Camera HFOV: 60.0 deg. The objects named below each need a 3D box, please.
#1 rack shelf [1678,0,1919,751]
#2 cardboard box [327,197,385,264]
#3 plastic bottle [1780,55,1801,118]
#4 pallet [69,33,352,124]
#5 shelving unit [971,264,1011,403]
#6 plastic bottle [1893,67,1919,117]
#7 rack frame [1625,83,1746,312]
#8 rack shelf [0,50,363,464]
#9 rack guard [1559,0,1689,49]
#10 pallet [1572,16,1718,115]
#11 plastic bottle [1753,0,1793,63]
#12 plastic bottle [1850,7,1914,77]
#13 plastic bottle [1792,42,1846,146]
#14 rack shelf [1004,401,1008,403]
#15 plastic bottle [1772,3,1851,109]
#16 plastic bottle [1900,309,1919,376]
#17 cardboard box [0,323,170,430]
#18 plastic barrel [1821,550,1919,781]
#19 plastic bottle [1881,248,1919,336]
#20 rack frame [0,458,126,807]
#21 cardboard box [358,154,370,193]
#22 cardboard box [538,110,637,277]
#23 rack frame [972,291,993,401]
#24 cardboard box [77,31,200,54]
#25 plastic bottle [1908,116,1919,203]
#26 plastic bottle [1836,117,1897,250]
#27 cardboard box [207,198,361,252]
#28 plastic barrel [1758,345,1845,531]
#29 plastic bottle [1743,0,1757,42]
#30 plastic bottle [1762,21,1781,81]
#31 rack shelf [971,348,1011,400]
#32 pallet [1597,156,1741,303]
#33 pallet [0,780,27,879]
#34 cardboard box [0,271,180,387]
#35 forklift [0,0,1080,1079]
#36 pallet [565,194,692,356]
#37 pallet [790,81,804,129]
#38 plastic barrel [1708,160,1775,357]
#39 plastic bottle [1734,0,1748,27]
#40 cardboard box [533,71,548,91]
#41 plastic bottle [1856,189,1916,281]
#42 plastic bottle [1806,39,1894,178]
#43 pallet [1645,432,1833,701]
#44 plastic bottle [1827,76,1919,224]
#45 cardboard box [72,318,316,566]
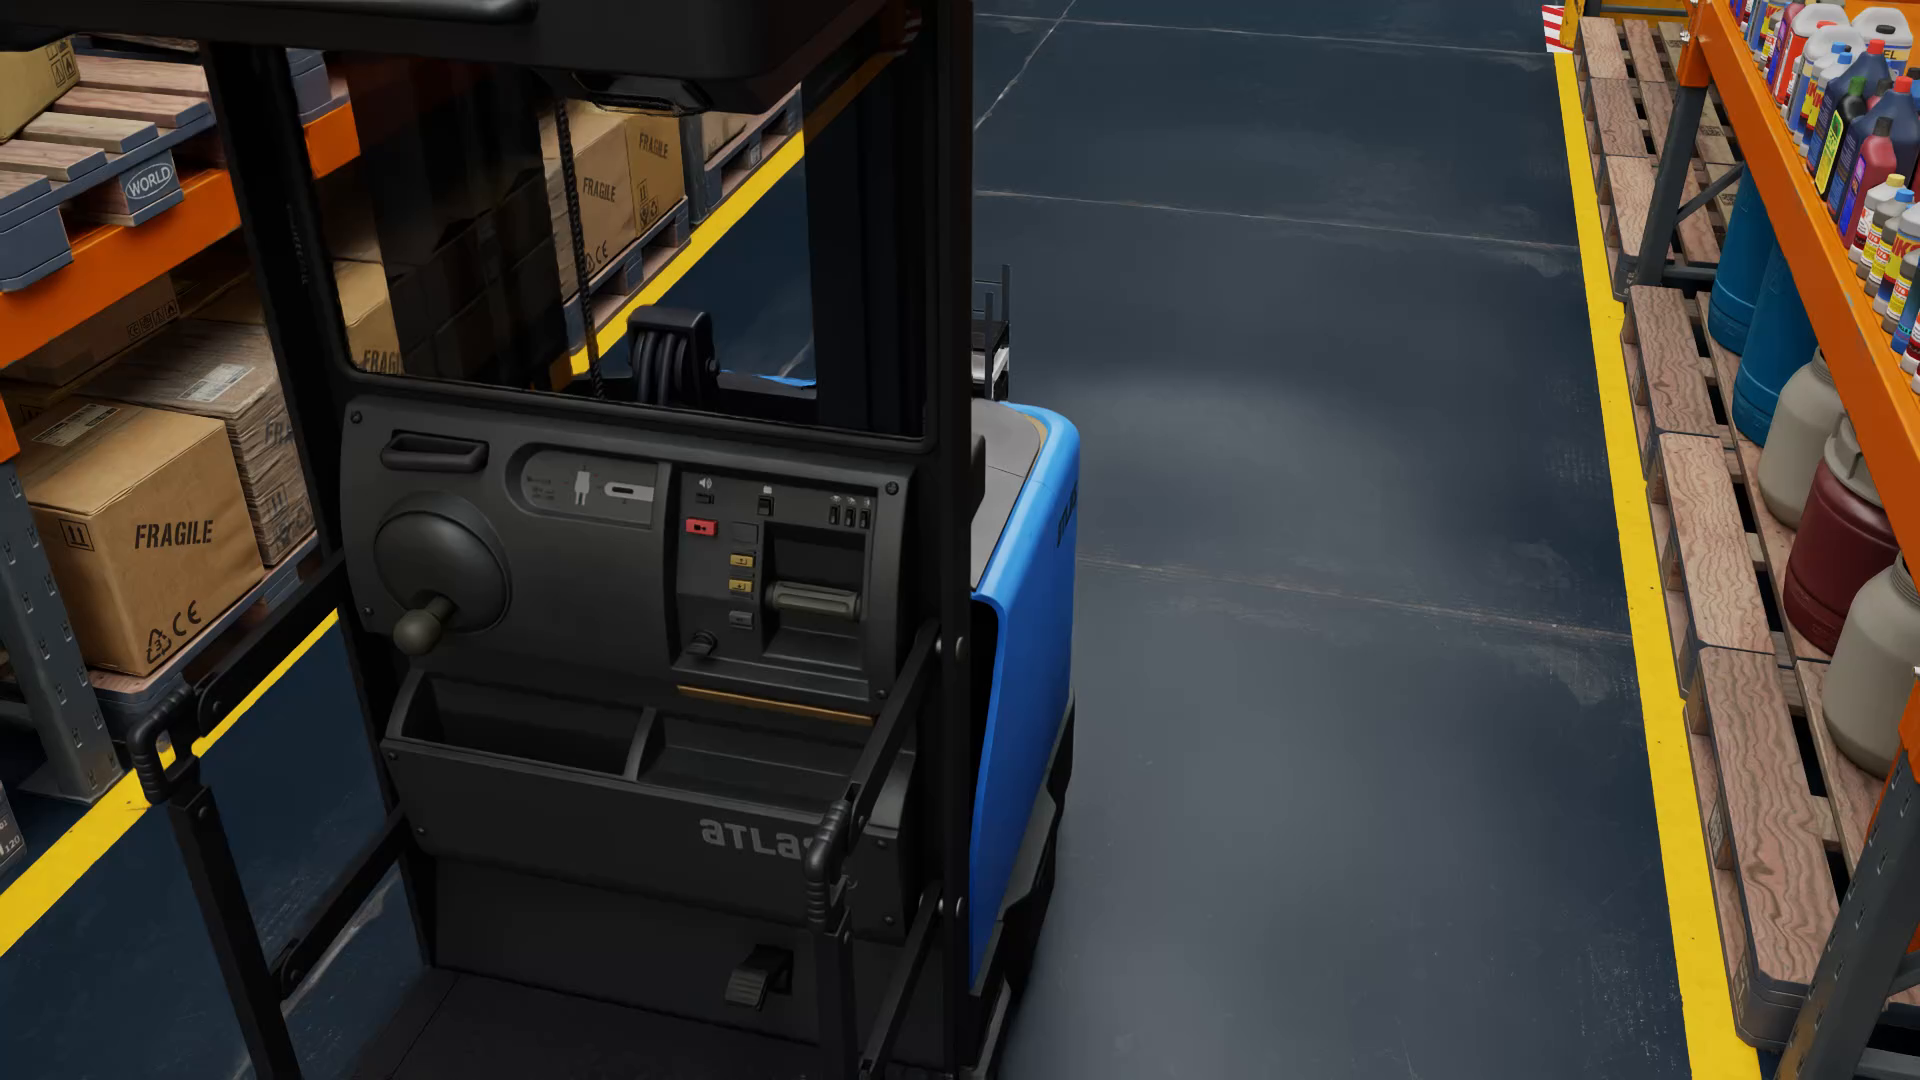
[{"bbox_3d":[2.644,-0.751,4.306,1.077,0.370,4.000,8,33,12],"label":"rack shelf"},{"bbox_3d":[-1.875,-0.825,5.672,0.500,0.500,0.500,7,33,11],"label":"cardboard box"},{"bbox_3d":[2.375,-1.284,4.658,0.097,0.201,0.097,0,32,0],"label":"plastic bottle"},{"bbox_3d":[-2.165,-1.622,5.185,1.003,0.211,1.213,8,33,12],"label":"pallet"},{"bbox_3d":[0.002,-0.384,5.015,0.258,0.900,0.210,8,33,12],"label":"shelving unit"},{"bbox_3d":[2.406,-1.072,4.261,0.097,0.271,0.097,0,32,0],"label":"plastic bottle"},{"bbox_3d":[3.152,-2.093,5.746,1.000,3.000,0.127,8,33,12],"label":"rack frame"},{"bbox_3d":[-2.146,-1.428,5.370,1.077,0.370,4.000,8,33,12],"label":"rack shelf"},{"bbox_3d":[4.160,-3.128,9.704,1.175,0.500,0.348,8,33,12],"label":"rack guard"},{"bbox_3d":[3.920,-2.569,9.094,1.003,0.211,1.213,8,33,12],"label":"pallet"},{"bbox_3d":[2.517,-1.604,5.097,0.097,0.271,0.097,0,32,0],"label":"plastic bottle"},{"bbox_3d":[2.578,-1.351,4.695,0.152,0.276,0.135,8,33,12],"label":"plastic bottle"},{"bbox_3d":[2.316,-1.193,4.450,0.097,0.271,0.097,0,32,0],"label":"plastic bottle"},{"bbox_3d":[0.002,-0.356,5.033,0.258,0.077,0.200,8,33,12],"label":"rack shelf"},{"bbox_3d":[2.431,-1.372,4.727,0.152,0.276,0.135,8,33,12],"label":"plastic bottle"},{"bbox_3d":[1.957,-0.429,3.314,0.097,0.201,0.097,0,32,0],"label":"plastic bottle"},{"bbox_3d":[-2.643,-0.341,4.911,0.500,0.500,0.500,9,34,14],"label":"cardboard box"},{"bbox_3d":[2.301,0.294,3.919,0.421,0.512,0.421,0,32,0],"label":"plastic barrel"},{"bbox_3d":[2.006,-0.530,3.473,0.097,0.201,0.097,0,32,0],"label":"plastic bottle"},{"bbox_3d":[-2.654,-0.693,3.545,1.000,3.000,0.127,8,33,12],"label":"rack frame"},{"bbox_3d":[-2.251,-1.480,6.002,0.500,0.250,0.500,8,33,12],"label":"cardboard box"},{"bbox_3d":[-1.620,-1.349,6.496,0.500,0.500,0.500,8,33,13],"label":"cardboard box"},{"bbox_3d":[-0.024,-0.331,4.932,0.240,0.900,0.006,8,33,12],"label":"rack frame"},{"bbox_3d":[-2.186,-1.704,4.649,0.700,0.500,0.500,14,35,21],"label":"cardboard box"},{"bbox_3d":[2.303,-0.905,3.987,0.061,0.283,0.133,8,33,12],"label":"plastic bottle"},{"bbox_3d":[2.117,-0.829,3.867,0.061,0.283,0.133,8,33,12],"label":"plastic bottle"},{"bbox_3d":[-2.384,-0.883,5.763,0.500,0.500,0.500,7,33,11],"label":"cardboard box"},{"bbox_3d":[2.588,-0.292,4.841,0.421,0.512,0.421,0,32,0],"label":"plastic barrel"},{"bbox_3d":[2.576,-1.724,5.286,0.097,0.271,0.097,0,32,0],"label":"plastic bottle"},{"bbox_3d":[2.468,-1.473,4.957,0.097,0.201,0.097,0,32,0],"label":"plastic bottle"},{"bbox_3d":[0.002,-0.508,4.937,0.258,0.077,0.200,8,33,12],"label":"rack shelf"},{"bbox_3d":[3.301,-1.303,7.103,1.003,0.211,1.213,8,33,12],"label":"pallet"},{"bbox_3d":[-2.900,0.905,3.629,1.003,0.211,1.213,8,33,12],"label":"pallet"},{"bbox_3d":[-2.633,-0.688,4.757,0.500,0.250,0.500,9,34,14],"label":"cardboard box"},{"bbox_3d":[-0.584,0.077,2.396,1.130,2.935,3.031,8,33,12],"label":"forklift"},{"bbox_3d":[-1.808,-1.165,6.886,1.003,0.211,1.213,8,33,12],"label":"pallet"},{"bbox_3d":[-1.156,-2.584,9.117,1.003,0.211,1.213,8,33,12],"label":"pallet"},{"bbox_3d":[2.997,-1.104,5.756,0.600,0.901,0.708,8,33,12],"label":"plastic barrel"},{"bbox_3d":[2.612,-1.842,5.460,0.061,0.283,0.133,8,33,12],"label":"plastic bottle"},{"bbox_3d":[-1.997,-1.682,7.020,0.500,0.500,0.500,7,33,10],"label":"cardboard box"},{"bbox_3d":[2.080,-0.681,3.711,0.097,0.201,0.097,0,32,0],"label":"plastic bottle"},{"bbox_3d":[2.278,-1.099,4.229,0.144,0.351,0.185,8,33,12],"label":"plastic bottle"},{"bbox_3d":[2.608,0.114,4.874,1.003,0.211,1.213,8,33,12],"label":"pallet"},{"bbox_3d":[2.197,-0.934,3.970,0.144,0.351,0.185,8,33,12],"label":"plastic bottle"},{"bbox_3d":[-2.134,-0.294,4.836,0.500,0.500,0.500,7,33,11],"label":"cardboard box"}]
